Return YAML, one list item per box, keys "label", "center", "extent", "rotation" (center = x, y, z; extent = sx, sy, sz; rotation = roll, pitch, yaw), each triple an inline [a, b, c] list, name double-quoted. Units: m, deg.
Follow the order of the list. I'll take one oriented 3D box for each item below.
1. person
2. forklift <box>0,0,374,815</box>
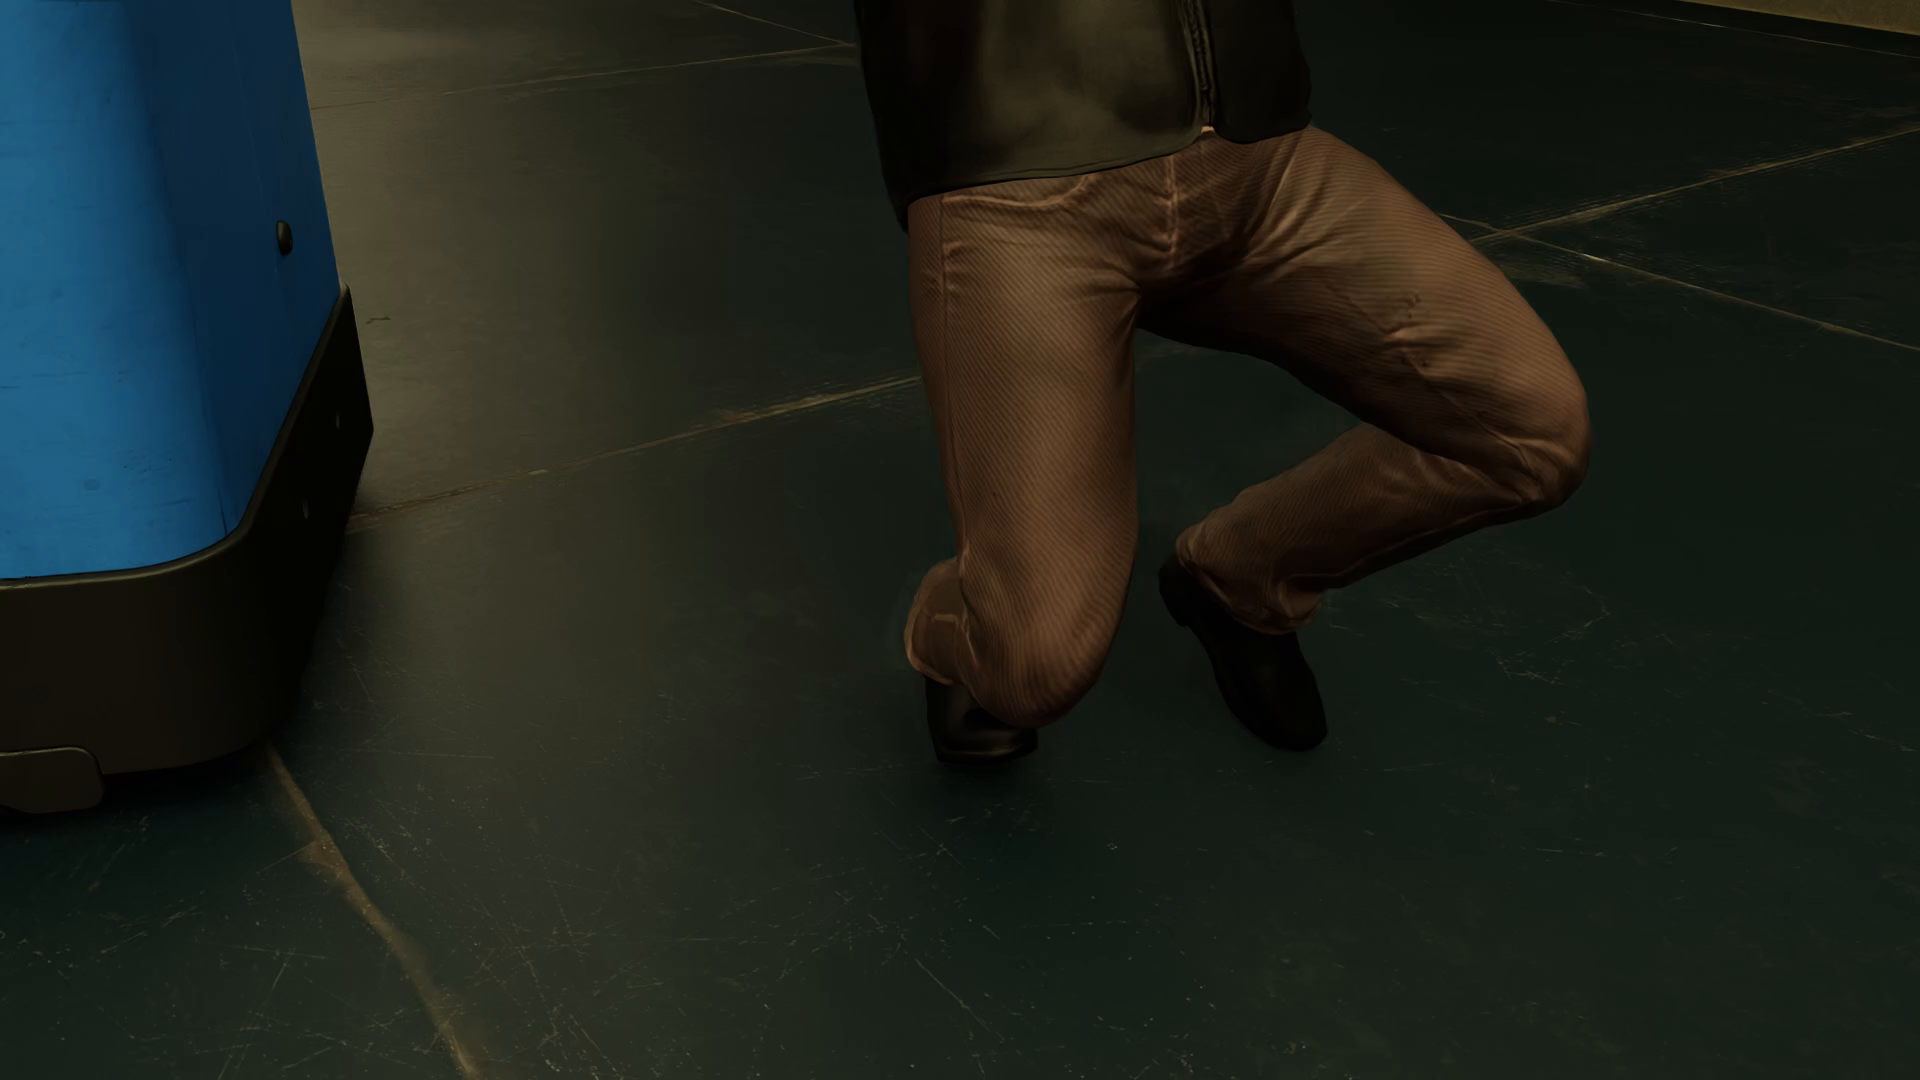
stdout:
- label: "person"
  center: [0.271, -0.492, 1.704]
  extent: [1.015, 1.631, 0.788]
  rotation: [-15, 30, -28]
- label: "forklift"
  center: [-2.351, -1.102, 1.427]
  extent: [3.031, 2.935, 1.130]
  rotation: [-5, 27, -10]
